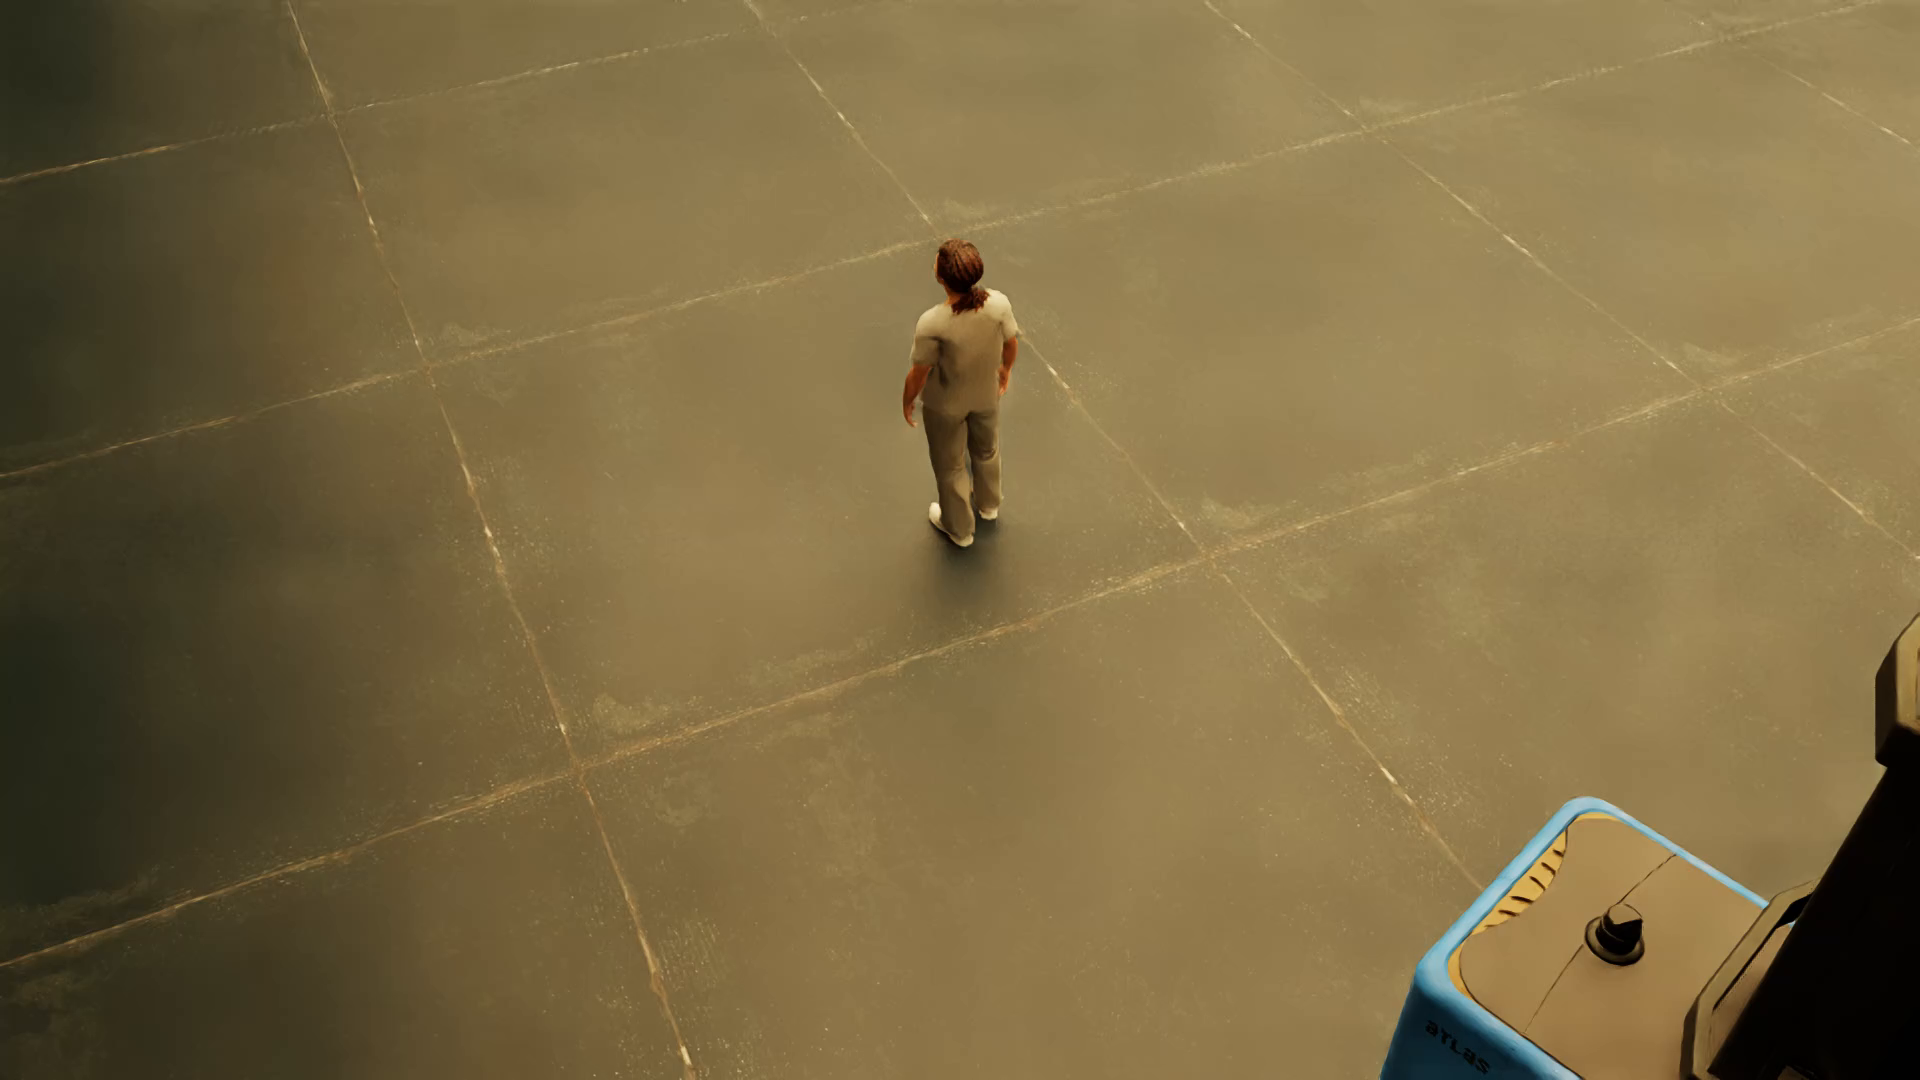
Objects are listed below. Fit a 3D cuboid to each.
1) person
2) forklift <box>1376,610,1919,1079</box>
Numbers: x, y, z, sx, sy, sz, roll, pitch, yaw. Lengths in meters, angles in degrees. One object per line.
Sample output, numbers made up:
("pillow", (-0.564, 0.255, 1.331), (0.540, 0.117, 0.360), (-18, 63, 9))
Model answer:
("person", (-0.019, -0.667, 7.305), (0.550, 1.674, 0.548), (-18, 46, -18))
("forklift", (2.729, 1.465, 4.110), (1.130, 2.935, 3.031), (-34, 53, -31))
